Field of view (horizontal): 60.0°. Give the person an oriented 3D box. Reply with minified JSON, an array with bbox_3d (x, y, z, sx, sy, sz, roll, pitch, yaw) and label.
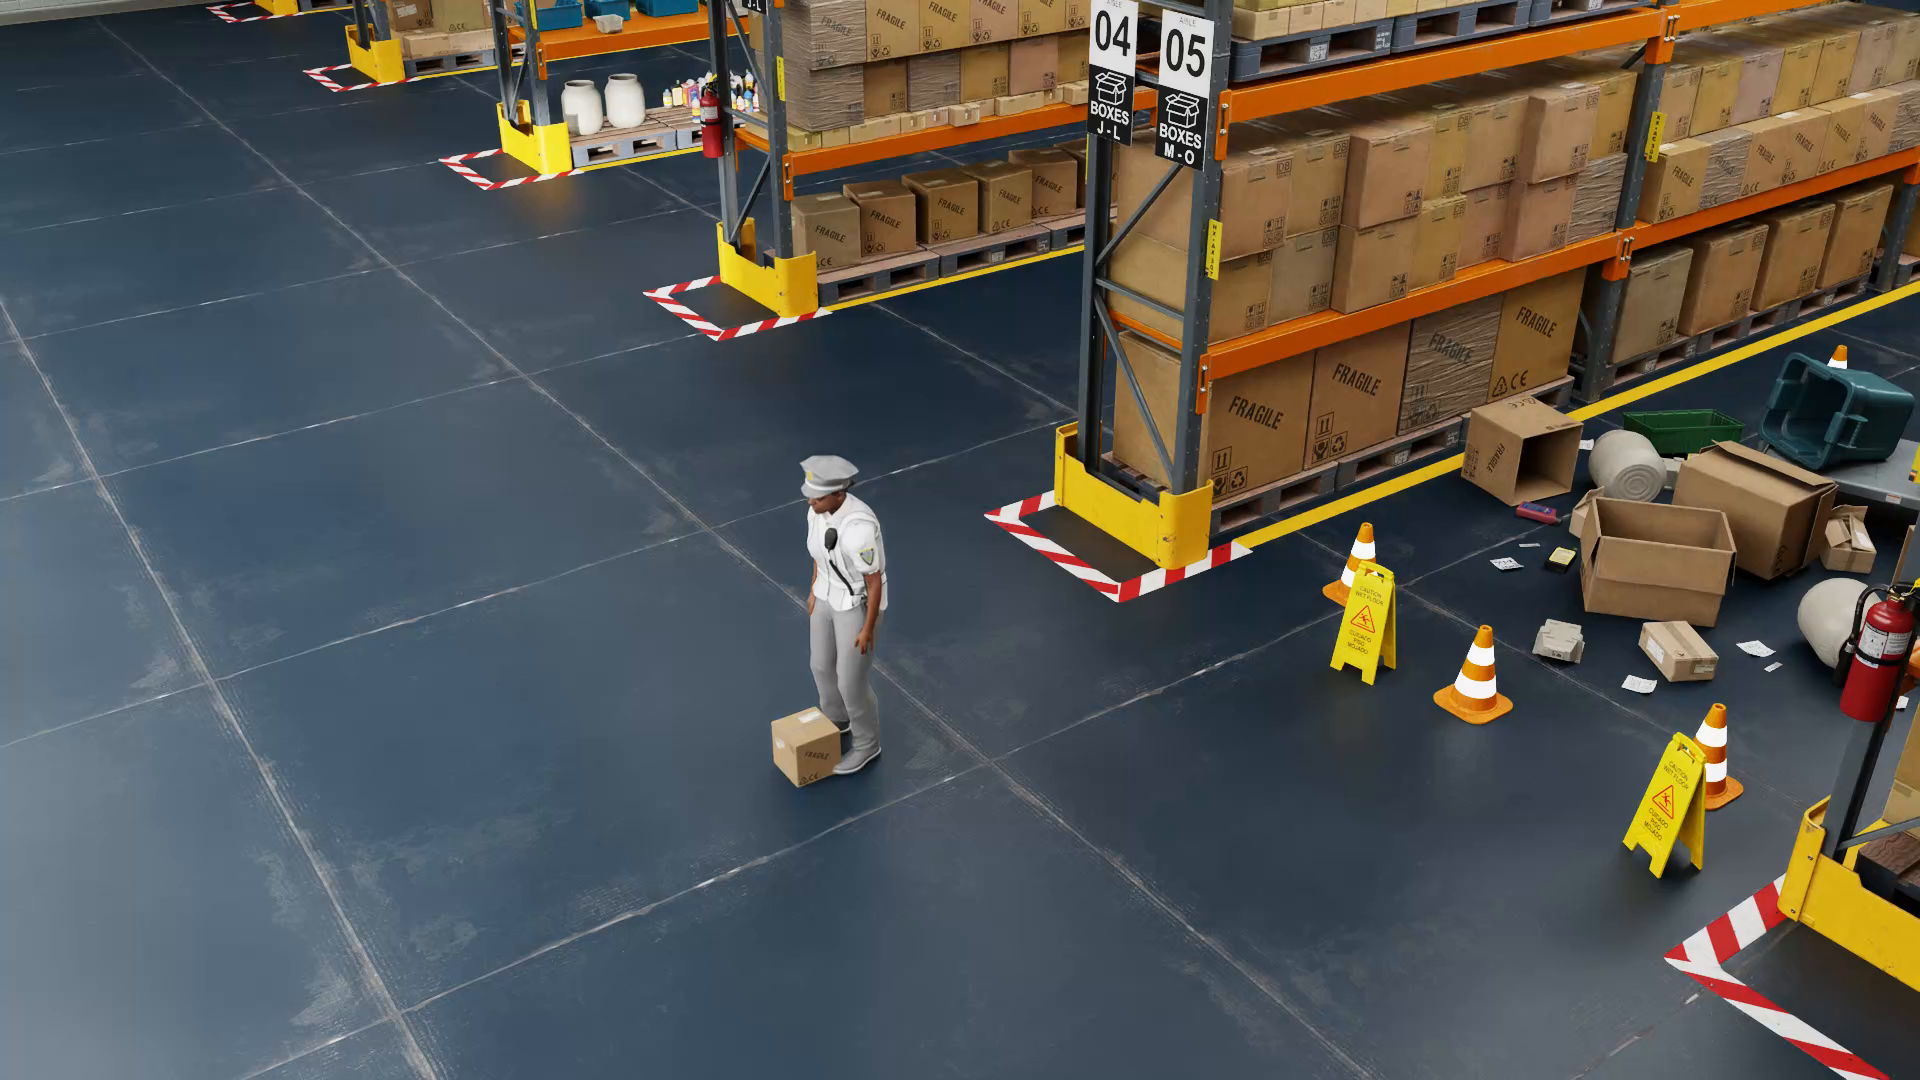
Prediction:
[{"bbox_3d":[-0.579,0.337,8.012,0.400,1.657,0.517,-19,34,-31],"label":"person"}]
